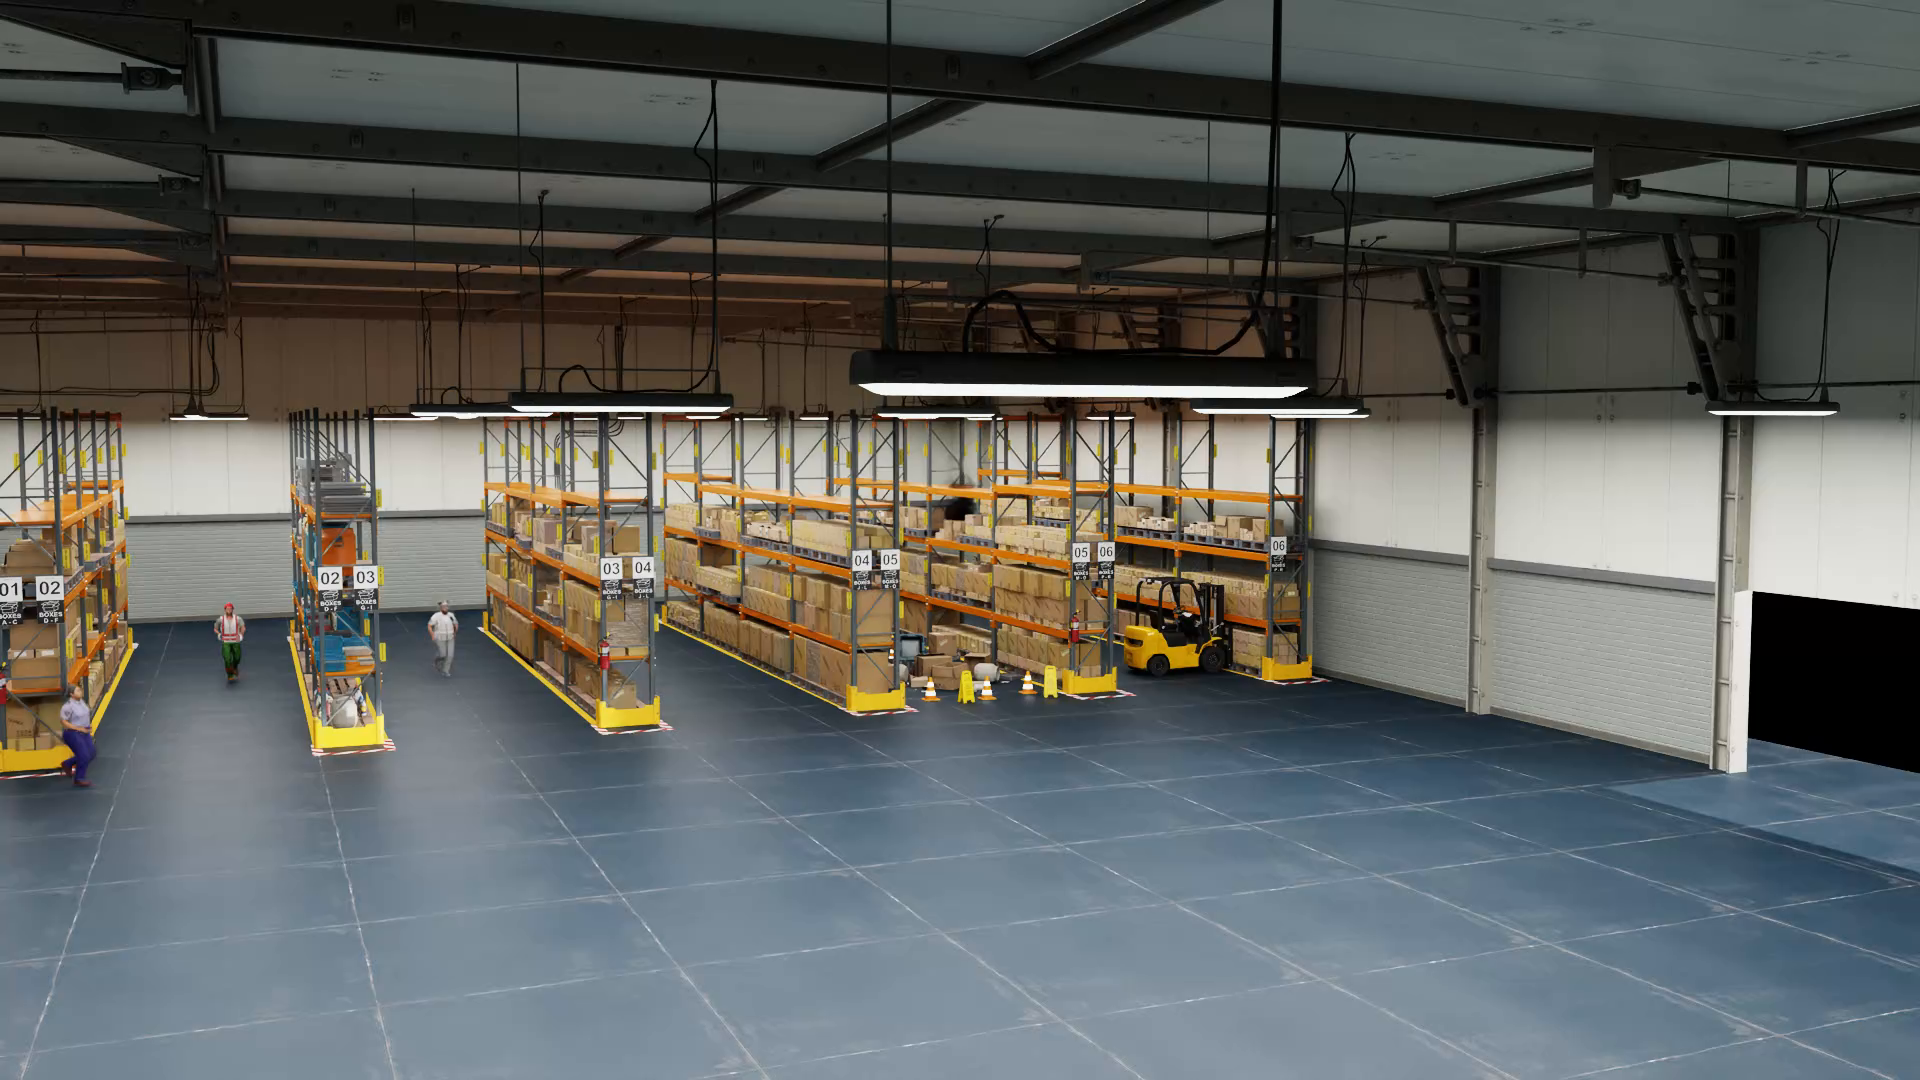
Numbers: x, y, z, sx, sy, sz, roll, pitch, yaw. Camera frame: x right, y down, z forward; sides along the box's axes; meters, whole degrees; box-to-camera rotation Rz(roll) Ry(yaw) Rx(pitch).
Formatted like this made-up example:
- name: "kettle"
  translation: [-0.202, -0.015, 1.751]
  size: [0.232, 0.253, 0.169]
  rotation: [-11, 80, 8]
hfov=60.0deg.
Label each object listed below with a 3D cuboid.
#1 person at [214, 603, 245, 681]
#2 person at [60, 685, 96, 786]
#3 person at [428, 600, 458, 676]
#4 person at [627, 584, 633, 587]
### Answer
- name: "person"
  translation: [-16.205, 2.267, 36.924]
  size: [0.652, 1.738, 0.615]
  rotation: [-2, 5, -27]
- name: "person"
  translation: [-13.976, 3.094, 26.257]
  size: [0.572, 1.583, 0.628]
  rotation: [0, 4, 2]
- name: "person"
  translation: [-11.683, 2.223, 37.695]
  size: [0.667, 1.736, 0.598]
  rotation: [-3, 5, -34]
- name: "person"
  translation: [-9.521, 1.545, 48.297]
  size: [0.648, 1.630, 0.774]
  rotation: [4, 5, 42]
